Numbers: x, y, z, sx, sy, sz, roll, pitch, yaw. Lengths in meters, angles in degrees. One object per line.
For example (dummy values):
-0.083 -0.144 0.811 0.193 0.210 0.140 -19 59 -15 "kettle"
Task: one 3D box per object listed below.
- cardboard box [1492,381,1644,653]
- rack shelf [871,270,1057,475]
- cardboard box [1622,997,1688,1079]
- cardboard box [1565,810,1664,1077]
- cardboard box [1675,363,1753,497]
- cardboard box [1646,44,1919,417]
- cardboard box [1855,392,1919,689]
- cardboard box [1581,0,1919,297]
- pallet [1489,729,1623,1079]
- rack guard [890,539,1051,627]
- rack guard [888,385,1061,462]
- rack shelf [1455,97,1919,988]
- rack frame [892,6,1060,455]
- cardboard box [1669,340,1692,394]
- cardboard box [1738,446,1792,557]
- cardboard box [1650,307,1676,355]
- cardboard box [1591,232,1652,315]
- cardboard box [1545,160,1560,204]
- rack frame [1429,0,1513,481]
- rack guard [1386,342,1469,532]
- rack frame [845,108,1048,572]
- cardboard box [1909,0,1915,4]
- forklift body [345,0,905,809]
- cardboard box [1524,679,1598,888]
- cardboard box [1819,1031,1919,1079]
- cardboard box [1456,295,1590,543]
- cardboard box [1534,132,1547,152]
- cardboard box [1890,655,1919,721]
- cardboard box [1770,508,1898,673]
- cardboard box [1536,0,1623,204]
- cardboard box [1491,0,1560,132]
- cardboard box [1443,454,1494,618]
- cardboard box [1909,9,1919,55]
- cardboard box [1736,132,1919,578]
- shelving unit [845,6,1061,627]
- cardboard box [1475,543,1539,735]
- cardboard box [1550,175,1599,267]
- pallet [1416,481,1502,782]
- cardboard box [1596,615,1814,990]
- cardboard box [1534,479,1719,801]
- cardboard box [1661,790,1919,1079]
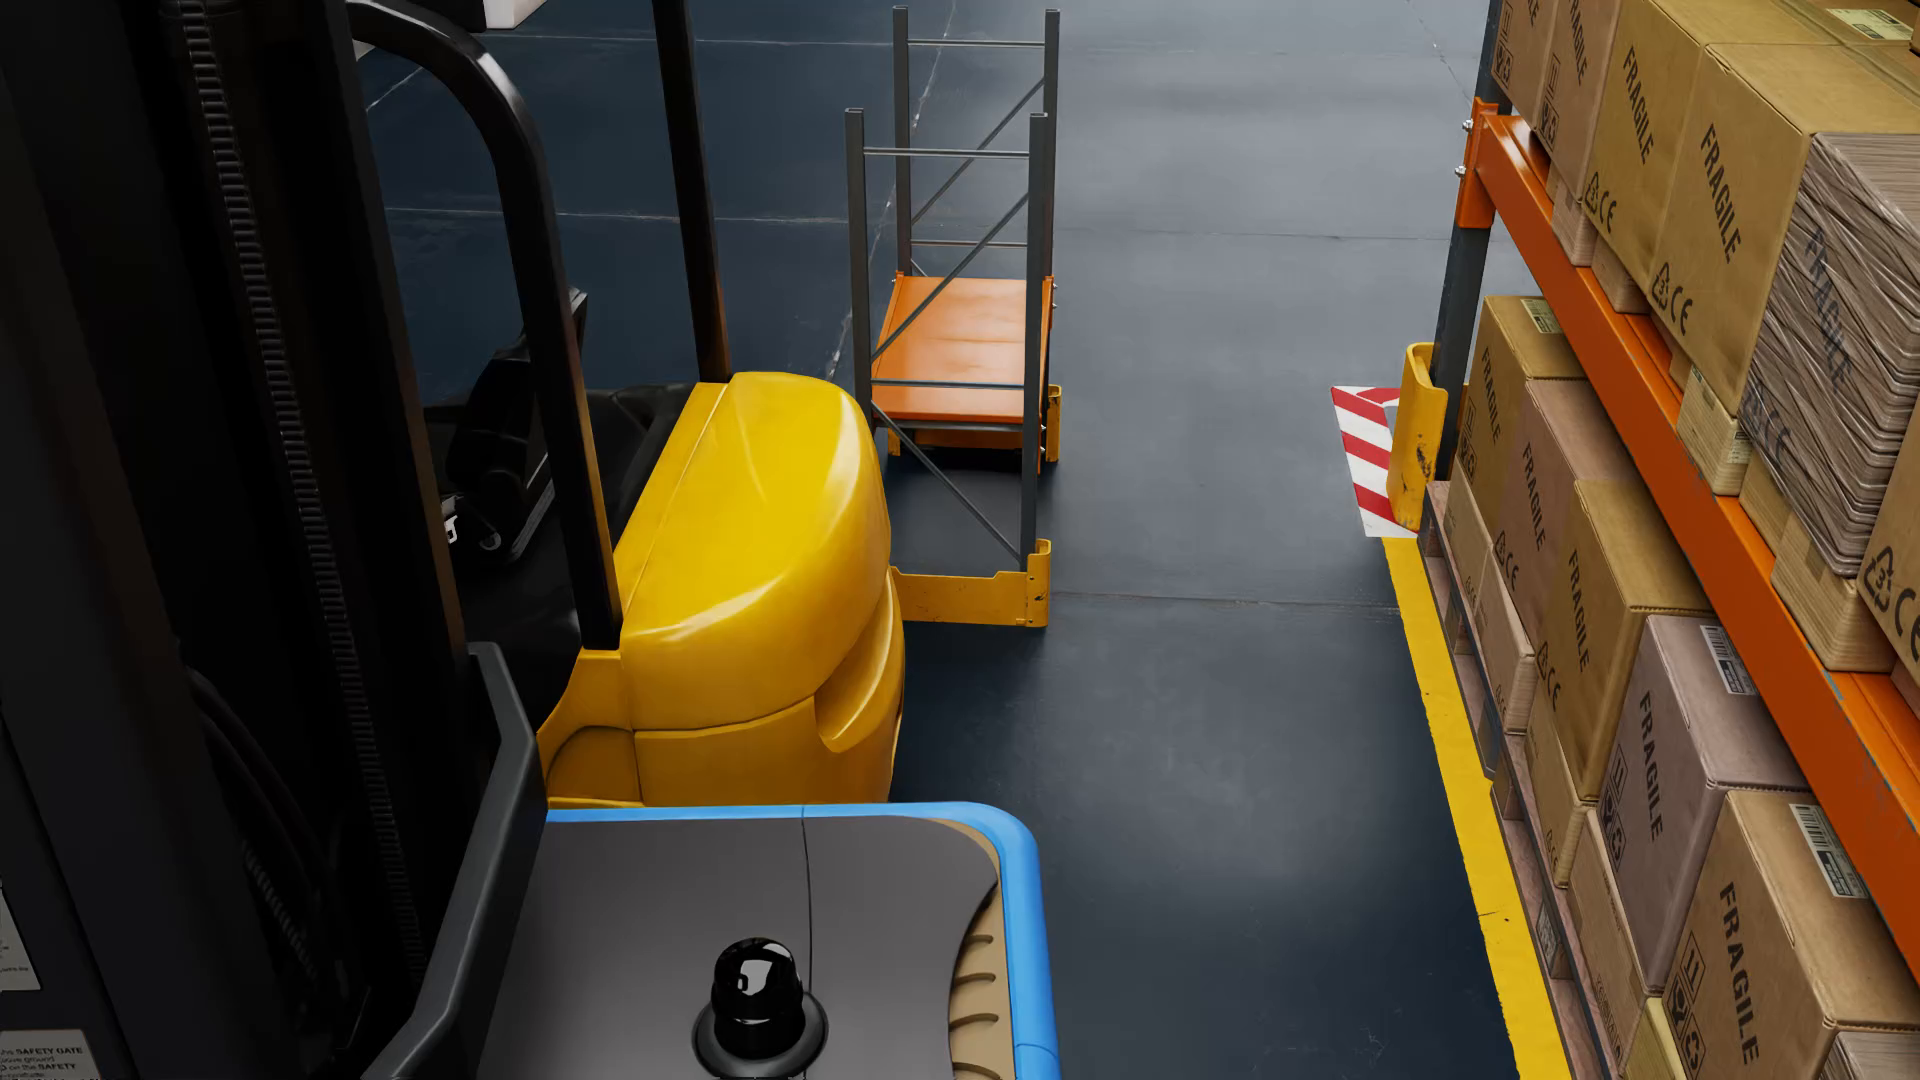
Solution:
1.618 -0.043 3.966 0.500 0.500 0.500 1 32 2 "cardboard box"
0.007 -0.530 5.023 0.538 0.185 1.000 2 32 4 "rack shelf"
1.486 1.073 2.871 0.500 0.250 0.500 2 32 3 "cardboard box"
1.532 0.807 3.302 0.500 0.250 0.500 3 32 5 "cardboard box"
1.510 -0.194 2.945 0.380 0.149 0.250 3 32 4 "cardboard box"
1.571 -0.541 2.890 0.500 0.500 0.500 2 32 3 "cardboard box"
1.496 -0.001 2.014 0.500 0.500 0.500 3 32 6 "cardboard box"
1.604 -0.807 3.322 0.500 0.500 0.500 2 32 3 "cardboard box"
1.789 0.875 3.629 1.003 0.211 1.213 2 32 4 "pallet"
-0.034 0.114 4.827 0.587 0.250 0.087 2 32 4 "rack guard"
0.047 -0.407 5.672 0.587 0.250 0.087 2 32 4 "rack guard"
1.836 -0.059 3.173 1.077 0.370 4.000 2 32 4 "rack shelf"
0.048 -0.949 5.360 0.500 1.500 0.032 2 32 4 "rack frame"
1.589 -0.323 3.154 0.380 0.149 0.250 2 32 3 "cardboard box"
1.525 -0.058 2.724 0.380 0.149 0.250 2 32 3 "cardboard box"
1.640 -0.459 3.376 0.380 0.149 0.250 3 32 6 "cardboard box"
1.602 -0.600 3.604 0.380 0.149 0.250 3 32 5 "cardboard box"
1.656 -0.868 4.038 0.380 0.149 0.250 1 32 2 "cardboard box"
1.998 -1.411 4.681 1.000 3.000 0.127 2 32 4 "rack frame"
1.992 -0.307 5.272 1.175 0.500 0.348 2 32 4 "rack guard"
-0.034 -0.417 4.498 0.500 1.500 0.032 2 32 4 "rack frame"
2.139 -0.762 3.248 0.500 0.500 0.500 2 32 4 "cardboard box"
-1.285 -0.191 3.509 2.313 2.155 1.214 2 32 4 "forklift body"
1.576 0.543 3.730 0.500 0.250 0.500 5 32 7 "cardboard box"
1.453 1.032 2.222 0.500 0.500 0.500 2 32 3 "cardboard box"
1.656 -0.316 4.410 0.500 0.500 0.500 1 32 2 "cardboard box"
1.764 -1.136 4.473 0.380 0.149 0.250 3 32 4 "cardboard box"
1.542 0.213 2.285 0.380 0.149 0.250 2 32 3 "cardboard box"
1.475 0.075 2.509 0.380 0.149 0.250 2 32 3 "cardboard box"
1.644 -1.074 3.754 0.500 0.500 0.500 3 32 5 "cardboard box"
1.683 -1.345 4.194 0.500 0.500 0.500 2 32 3 "cardboard box"
1.657 -0.009 4.627 0.500 0.250 0.500 2 32 4 "cardboard box"
2.008 -0.939 2.583 0.700 0.500 0.500 2 32 4 "cardboard box"
1.534 -0.273 2.455 0.500 0.500 0.500 3 32 5 "cardboard box"
0.006 -0.678 4.921 0.587 1.500 1.083 2 32 4 "shelving unit"
1.608 0.257 4.194 0.500 0.250 0.500 4 32 6 "cardboard box"
1.589 -0.737 3.826 0.380 0.149 0.250 3 32 5 "cardboard box"
1.891 0.239 4.661 1.003 0.211 1.213 2 32 4 "pallet"
1.534 0.499 3.087 0.500 0.500 0.500 4 32 7 "cardboard box"
1.569 0.219 3.541 0.500 0.500 0.500 3 32 5 "cardboard box"
1.493 0.766 2.654 0.500 0.500 0.500 3 32 5 "cardboard box"
